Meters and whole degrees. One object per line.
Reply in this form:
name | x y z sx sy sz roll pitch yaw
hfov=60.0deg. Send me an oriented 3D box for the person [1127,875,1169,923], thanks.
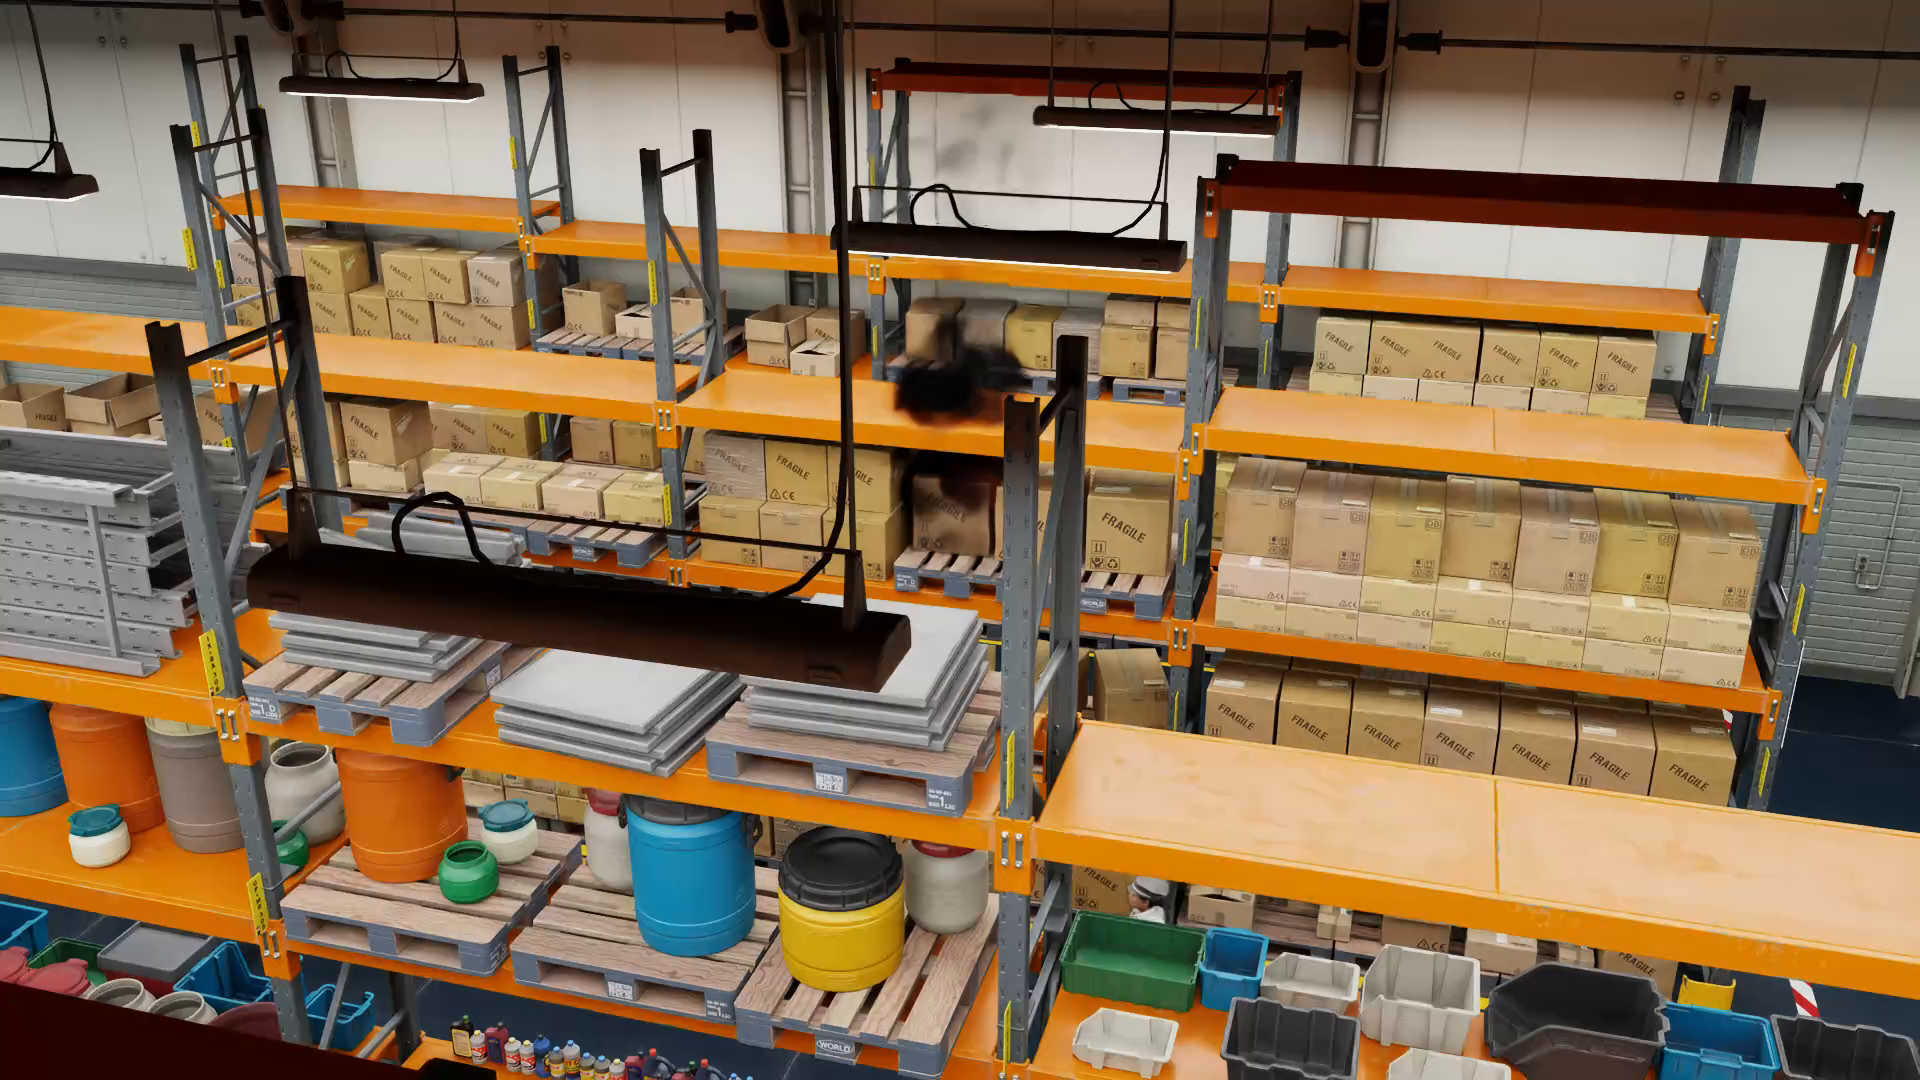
person | 1.316 3.015 11.321 0.824 1.707 0.562 5 23 12
